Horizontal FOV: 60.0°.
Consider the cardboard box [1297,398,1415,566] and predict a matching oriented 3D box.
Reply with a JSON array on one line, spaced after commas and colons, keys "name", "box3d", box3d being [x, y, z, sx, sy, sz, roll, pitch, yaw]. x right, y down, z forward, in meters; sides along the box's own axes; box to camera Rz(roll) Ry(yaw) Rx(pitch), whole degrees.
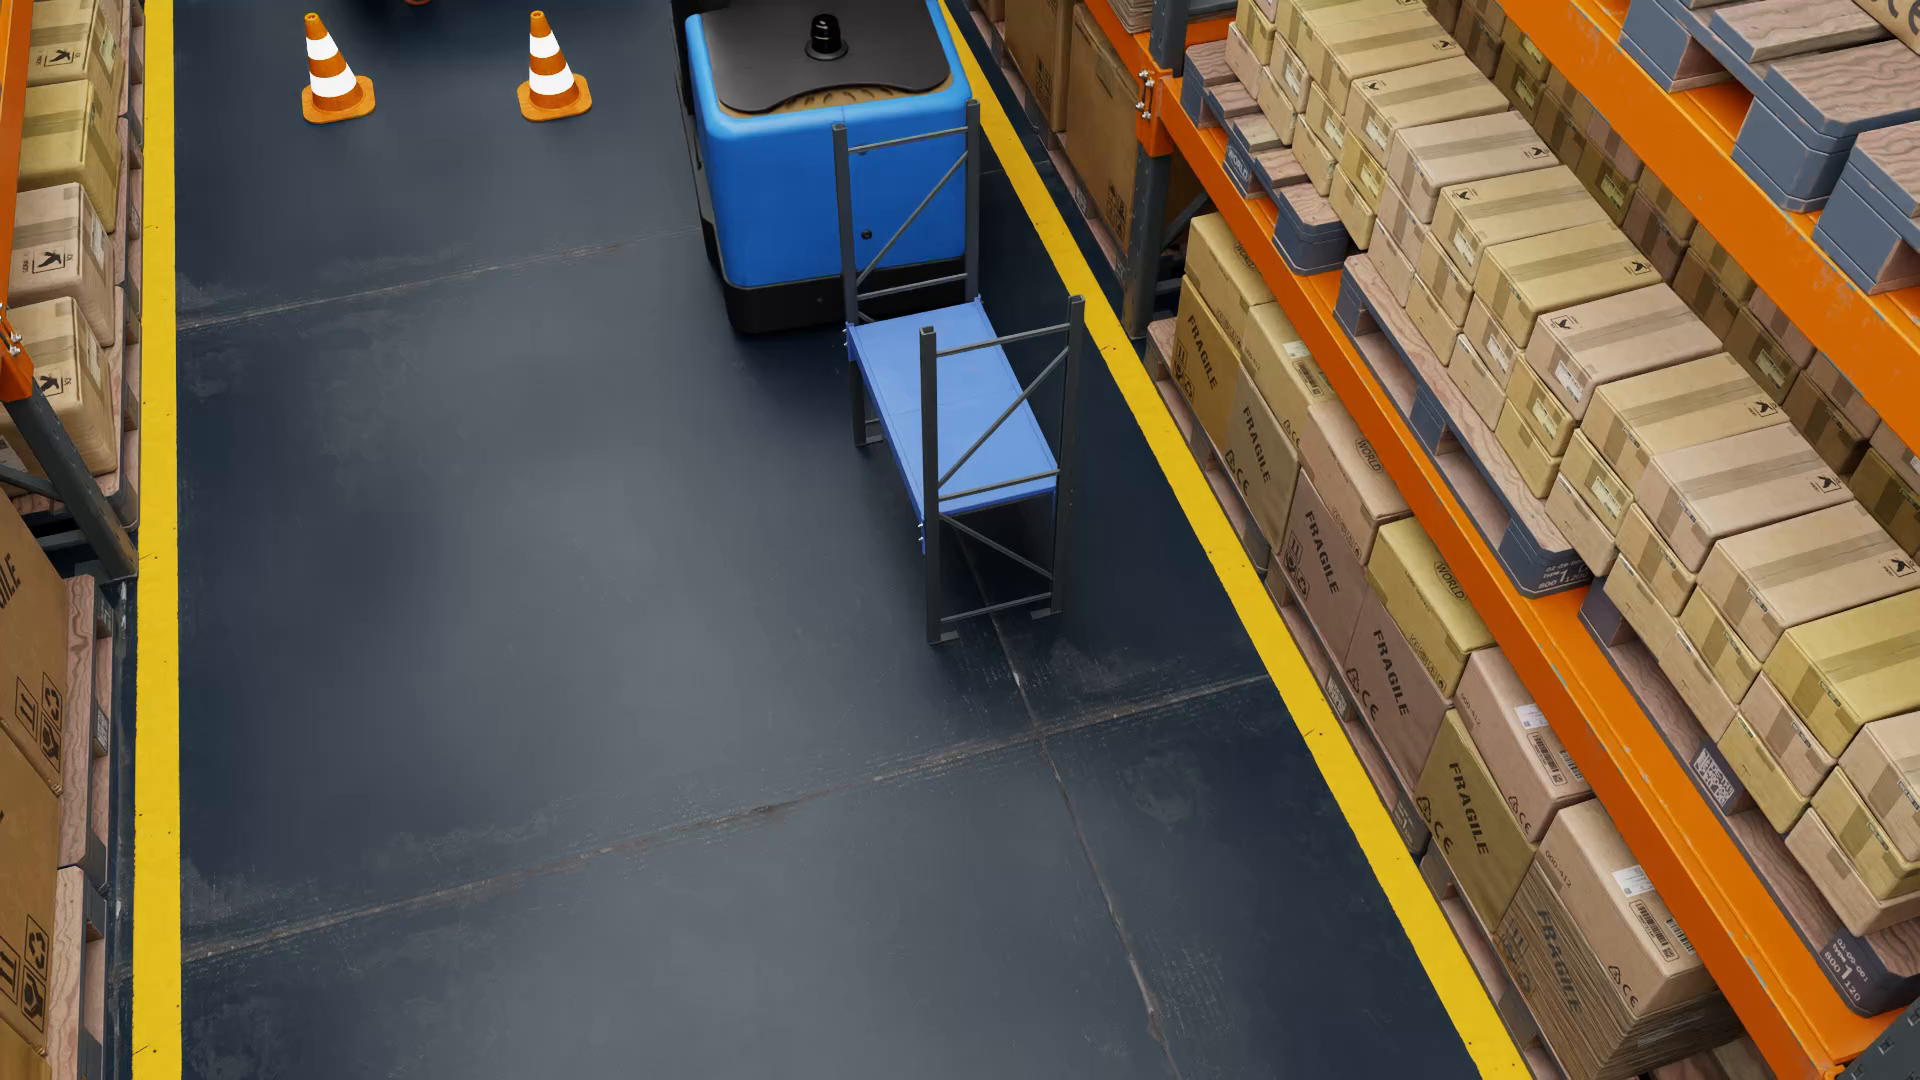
[{"name": "cardboard box", "box3d": [1.431, -0.230, 5.352, 0.500, 0.250, 0.500, -13, 51, -11]}]

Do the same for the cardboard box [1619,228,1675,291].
[{"name": "cardboard box", "box3d": [2.134, -0.812, 4.862, 0.380, 0.149, 0.250, -12, 51, -10]}]

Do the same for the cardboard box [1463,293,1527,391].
[{"name": "cardboard box", "box3d": [1.591, -0.567, 4.461, 0.380, 0.149, 0.250, -12, 51, -10]}]

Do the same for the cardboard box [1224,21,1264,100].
[{"name": "cardboard box", "box3d": [1.114, -1.633, 5.555, 0.380, 0.149, 0.250, -14, 51, -11]}]

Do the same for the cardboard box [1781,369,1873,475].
[{"name": "cardboard box", "box3d": [2.366, -0.336, 4.266, 0.380, 0.149, 0.250, -11, 51, -10]}]

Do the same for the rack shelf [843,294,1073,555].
[{"name": "rack shelf", "box3d": [-0.025, -0.430, 5.867, 0.538, 0.185, 1.000, -13, 51, -11]}]

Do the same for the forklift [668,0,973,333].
[{"name": "forklift", "box3d": [-0.753, -2.955, 6.824, 1.130, 2.935, 3.031, -10, 51, -8]}]

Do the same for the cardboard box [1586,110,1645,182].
[{"name": "cardboard box", "box3d": [2.055, -1.197, 4.797, 0.380, 0.149, 0.250, -13, 51, -11]}]

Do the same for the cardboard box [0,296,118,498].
[{"name": "cardboard box", "box3d": [-3.682, -0.462, 6.121, 0.950, 0.372, 0.625, -16, 52, -13]}]

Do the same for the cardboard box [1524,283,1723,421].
[{"name": "cardboard box", "box3d": [1.668, -0.477, 4.191, 0.380, 0.149, 0.250, -15, 52, -13]}]

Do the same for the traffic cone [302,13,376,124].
[{"name": "traffic cone", "box3d": [-3.003, -2.273, 7.864, 0.336, 0.463, 0.334, -13, 51, -11]}]

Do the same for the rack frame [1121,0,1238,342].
[{"name": "rack frame", "box3d": [1.175, -1.952, 5.933, 1.000, 3.000, 0.127, -13, 51, -11]}]

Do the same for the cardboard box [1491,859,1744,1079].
[{"name": "cardboard box", "box3d": [1.898, 1.157, 4.673, 0.500, 0.500, 0.500, -14, 51, -12]}]

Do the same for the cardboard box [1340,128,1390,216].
[{"name": "cardboard box", "box3d": [1.365, -1.127, 4.934, 0.380, 0.149, 0.250, -13, 51, -11]}]

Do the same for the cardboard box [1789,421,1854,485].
[{"name": "cardboard box", "box3d": [2.374, -0.230, 4.372, 0.380, 0.149, 0.250, -15, 52, -13]}]

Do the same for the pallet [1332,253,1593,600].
[{"name": "pallet", "box3d": [1.799, -0.453, 4.796, 1.003, 0.211, 1.213, -13, 51, -11]}]

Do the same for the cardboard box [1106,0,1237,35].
[{"name": "cardboard box", "box3d": [0.785, -2.252, 6.121, 0.500, 0.500, 0.500, -13, 51, -11]}]

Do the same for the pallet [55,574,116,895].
[{"name": "pallet", "box3d": [-3.363, 0.733, 5.494, 1.003, 0.211, 1.213, -13, 51, -11]}]

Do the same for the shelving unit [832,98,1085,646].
[{"name": "shelving unit", "box3d": [-0.025, -0.546, 5.729, 0.538, 1.500, 1.048, -13, 51, -11]}]

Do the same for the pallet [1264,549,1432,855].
[{"name": "pallet", "box3d": [1.761, 0.408, 5.768, 1.003, 0.211, 1.213, -13, 51, -11]}]

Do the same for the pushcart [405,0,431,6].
[{"name": "pushcart", "box3d": [-2.544, -3.387, 8.858, 1.648, 0.377, 0.936, -30, 56, -23]}]

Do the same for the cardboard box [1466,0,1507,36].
[{"name": "cardboard box", "box3d": [1.830, -1.759, 5.272, 0.380, 0.149, 0.250, -14, 51, -11]}]

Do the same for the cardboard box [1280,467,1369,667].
[{"name": "cardboard box", "box3d": [1.448, 0.033, 5.620, 0.500, 0.500, 0.500, -14, 51, -12]}]

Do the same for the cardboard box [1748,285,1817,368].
[{"name": "cardboard box", "box3d": [2.297, -0.612, 4.305, 0.380, 0.149, 0.250, -12, 51, -10]}]

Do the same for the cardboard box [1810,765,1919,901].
[{"name": "cardboard box", "box3d": [2.051, 0.574, 3.500, 0.380, 0.149, 0.250, -12, 51, -10]}]

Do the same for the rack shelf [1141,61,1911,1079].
[{"name": "rack shelf", "box3d": [1.766, -0.259, 4.977, 1.077, 0.370, 4.000, -13, 51, -11]}]

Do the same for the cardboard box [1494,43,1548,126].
[{"name": "cardboard box", "box3d": [1.916, -1.458, 5.212, 0.380, 0.149, 0.250, -12, 51, -10]}]

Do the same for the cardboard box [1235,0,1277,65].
[{"name": "cardboard box", "box3d": [1.126, -1.703, 5.419, 0.380, 0.149, 0.250, -11, 51, -9]}]

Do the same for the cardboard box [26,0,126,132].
[{"name": "cardboard box", "box3d": [-4.334, -2.062, 7.470, 0.950, 0.372, 0.625, -10, 51, -9]}]

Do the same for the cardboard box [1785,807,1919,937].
[{"name": "cardboard box", "box3d": [2.051, 0.670, 3.613, 0.380, 0.149, 0.250, -14, 51, -12]}]

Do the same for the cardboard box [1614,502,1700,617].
[{"name": "cardboard box", "box3d": [1.816, 0.001, 3.982, 0.380, 0.149, 0.250, -15, 51, -12]}]

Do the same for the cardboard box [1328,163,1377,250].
[{"name": "cardboard box", "box3d": [1.355, -1.044, 5.058, 0.380, 0.149, 0.250, -11, 51, -9]}]

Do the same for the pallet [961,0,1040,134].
[{"name": "pallet", "box3d": [0.656, -2.535, 8.249, 1.003, 0.211, 1.213, -13, 51, -11]}]

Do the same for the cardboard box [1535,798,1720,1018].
[{"name": "cardboard box", "box3d": [1.896, 0.912, 4.389, 0.500, 0.250, 0.500, -15, 51, -12]}]

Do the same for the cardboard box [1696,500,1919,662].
[{"name": "cardboard box", "box3d": [1.897, 0.090, 3.713, 0.380, 0.149, 0.250, -15, 51, -12]}]

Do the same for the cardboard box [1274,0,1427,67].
[{"name": "cardboard box", "box3d": [1.208, -1.621, 5.155, 0.380, 0.149, 0.250, -15, 51, -12]}]

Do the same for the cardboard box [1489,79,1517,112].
[{"name": "cardboard box", "box3d": [1.908, -1.380, 5.341, 0.380, 0.149, 0.250, -13, 51, -10]}]

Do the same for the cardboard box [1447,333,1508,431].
[{"name": "cardboard box", "box3d": [1.584, -0.475, 4.578, 0.380, 0.149, 0.250, -15, 51, -12]}]

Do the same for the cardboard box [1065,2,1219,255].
[{"name": "cardboard box", "box3d": [1.080, -1.827, 7.025, 1.050, 0.750, 0.750, -14, 51, -11]}]

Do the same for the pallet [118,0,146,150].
[{"name": "pallet", "box3d": [-4.475, -2.213, 7.977, 1.003, 0.211, 1.213, -13, 51, -11]}]

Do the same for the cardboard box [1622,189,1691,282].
[{"name": "cardboard box", "box3d": [2.139, -0.902, 4.744, 0.380, 0.149, 0.250, -12, 51, -10]}]

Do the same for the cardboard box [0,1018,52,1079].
[{"name": "cardboard box", "box3d": [-2.876, 1.620, 4.038, 0.875, 0.875, 0.875, -12, 51, -10]}]

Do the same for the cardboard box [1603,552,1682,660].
[{"name": "cardboard box", "box3d": [1.828, 0.115, 4.081, 0.380, 0.149, 0.250, -16, 52, -13]}]

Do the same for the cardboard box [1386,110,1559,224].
[{"name": "cardboard box", "box3d": [1.436, -1.050, 4.674, 0.380, 0.149, 0.250, -11, 51, -9]}]
